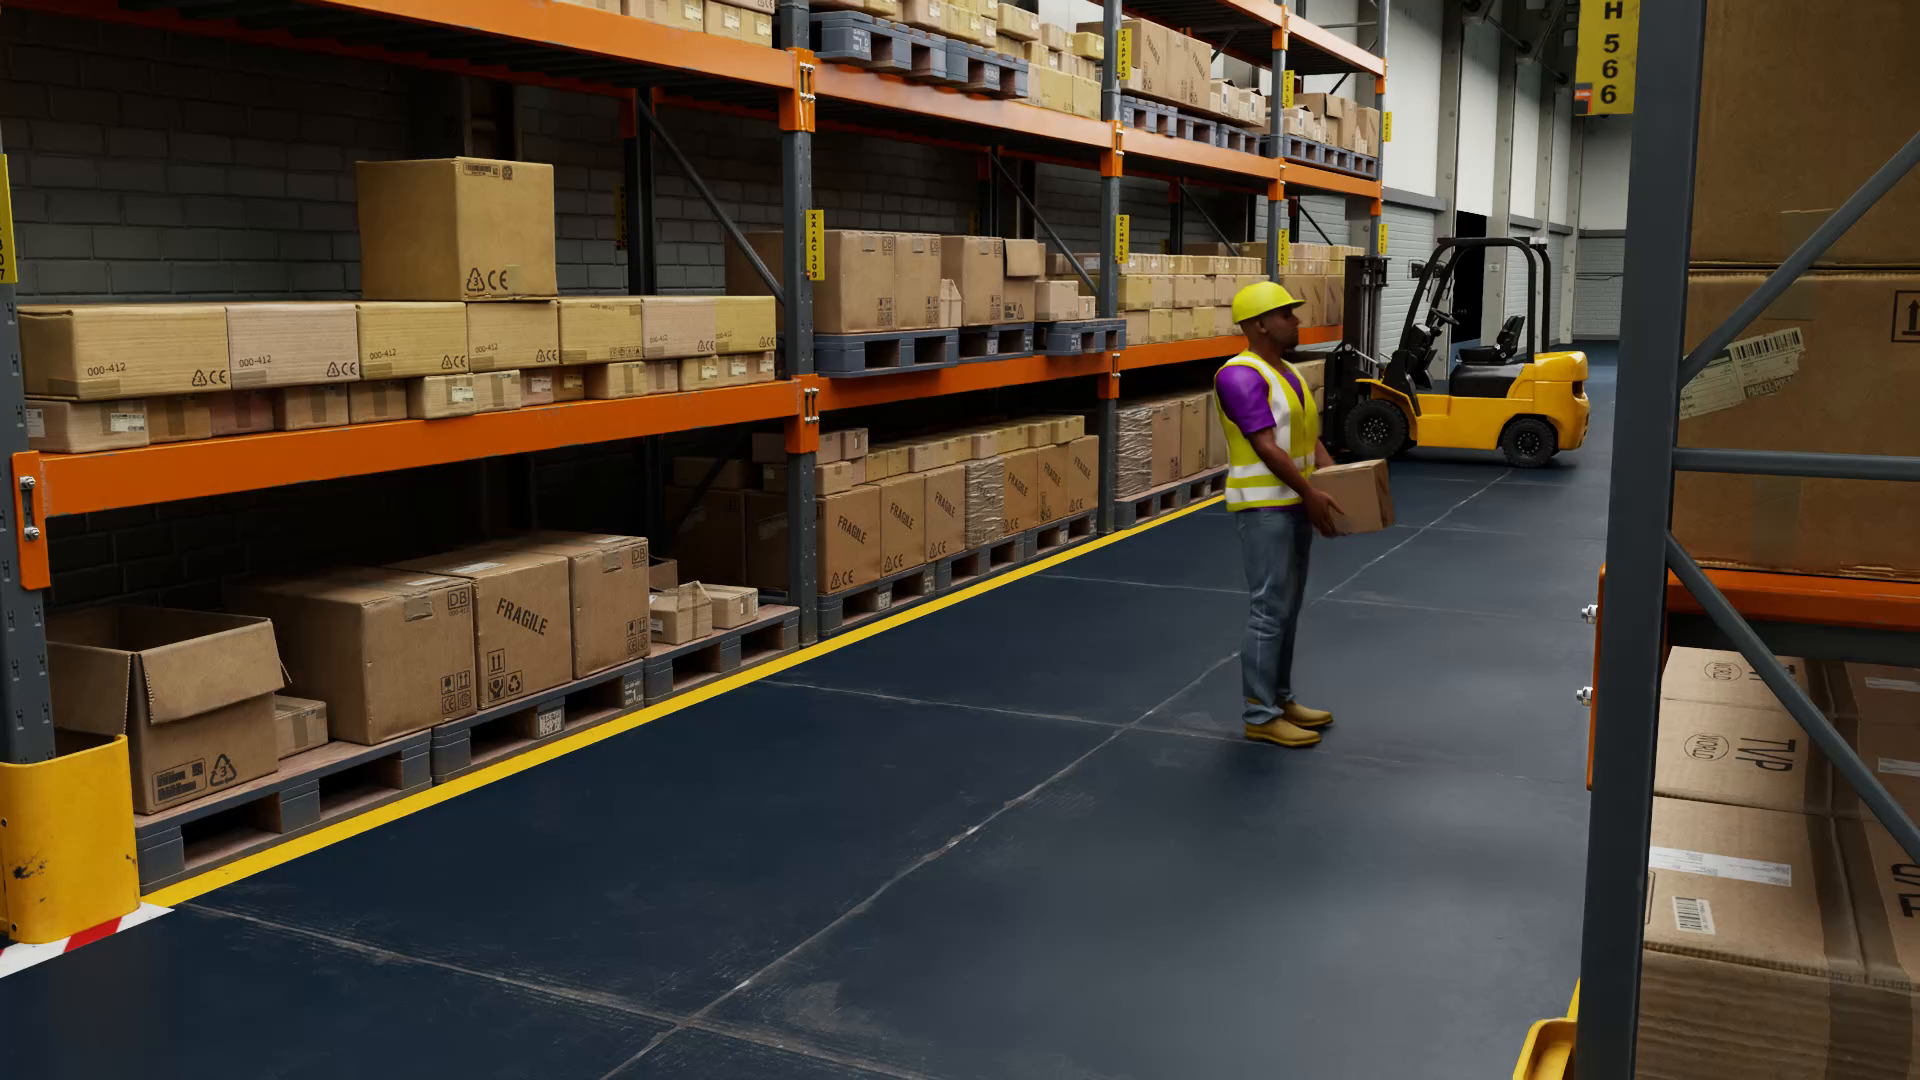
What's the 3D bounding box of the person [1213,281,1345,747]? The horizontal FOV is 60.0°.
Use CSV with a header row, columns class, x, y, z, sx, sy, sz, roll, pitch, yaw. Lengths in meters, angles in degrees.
class,x,y,z,sx,sy,sz,roll,pitch,yaw
person,1.298,-0.118,6.514,0.551,1.772,0.529,6,11,32
